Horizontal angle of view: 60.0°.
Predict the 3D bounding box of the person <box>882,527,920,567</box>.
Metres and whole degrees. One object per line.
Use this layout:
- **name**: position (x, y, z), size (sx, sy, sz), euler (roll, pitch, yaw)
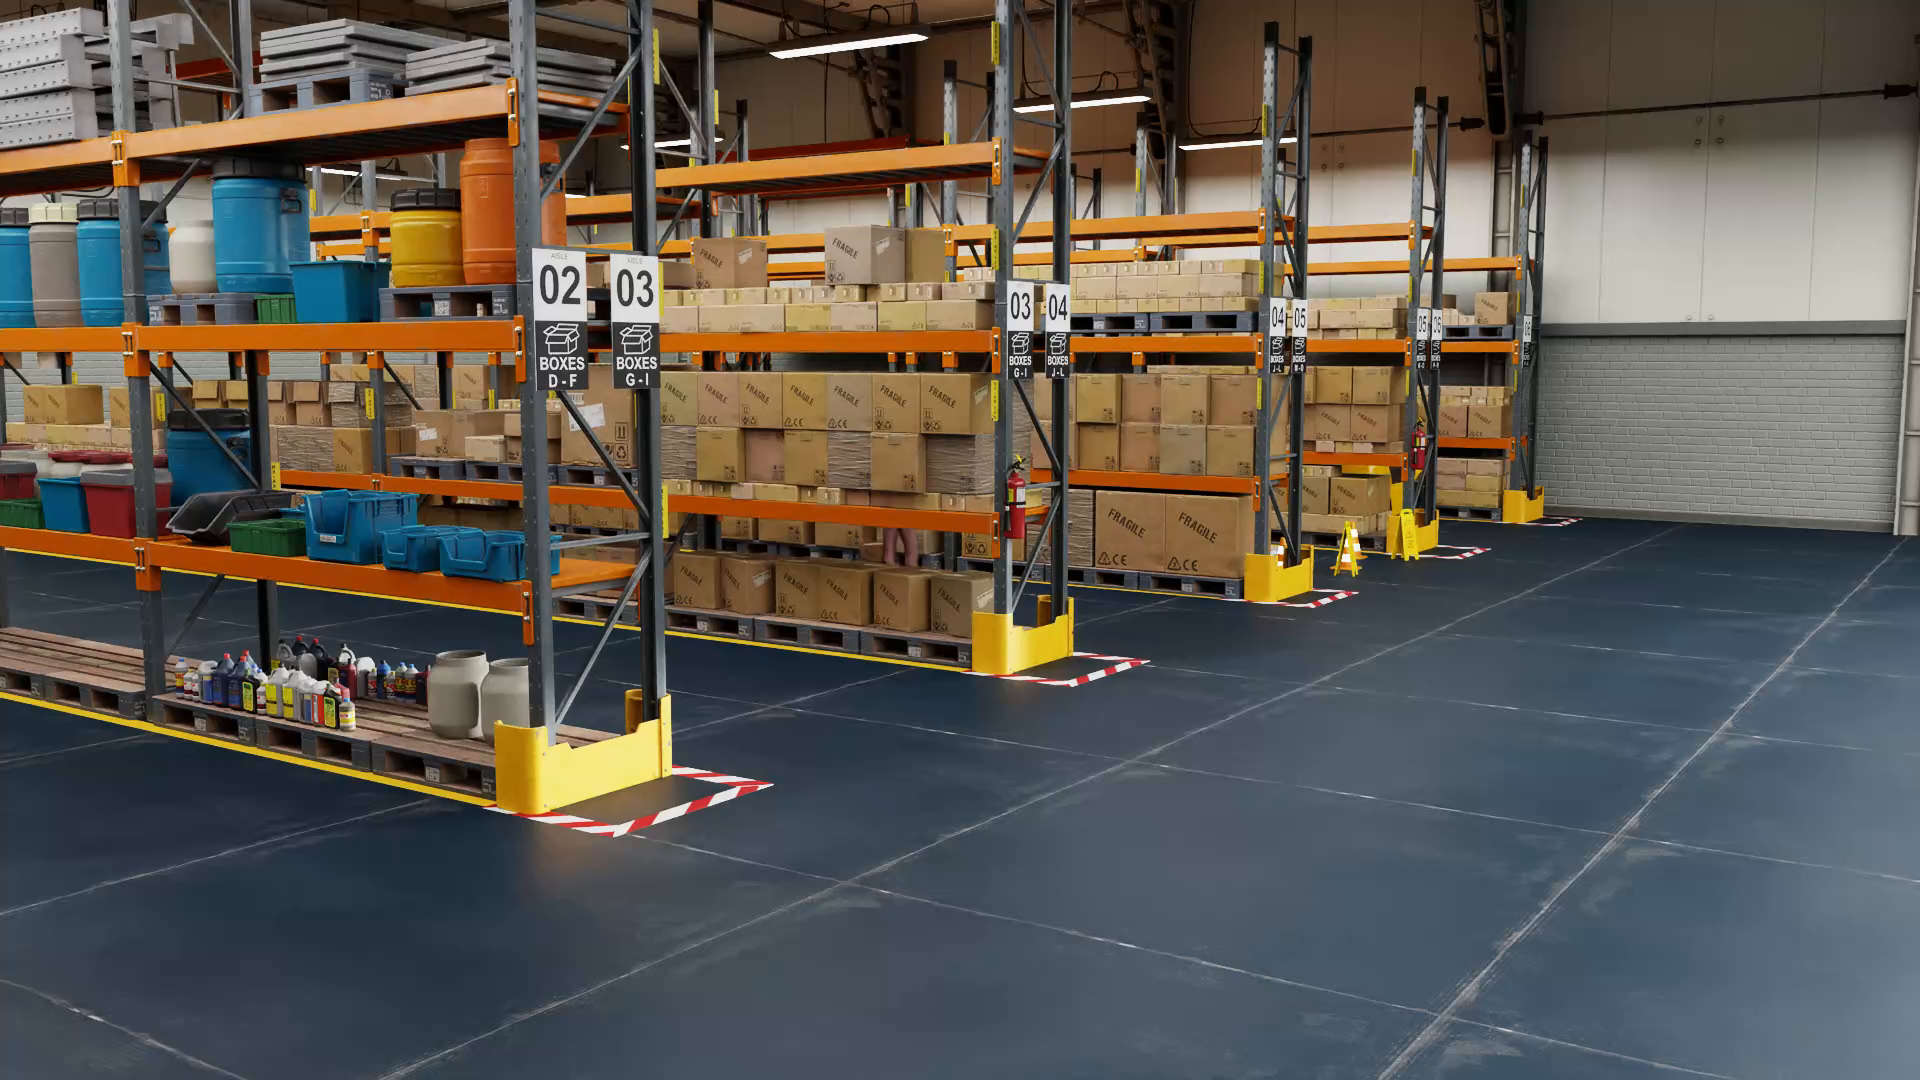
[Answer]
- **person**: position (-0.628, -0.223, 17.799), size (0.483, 1.673, 0.527), euler (3, 7, 25)
